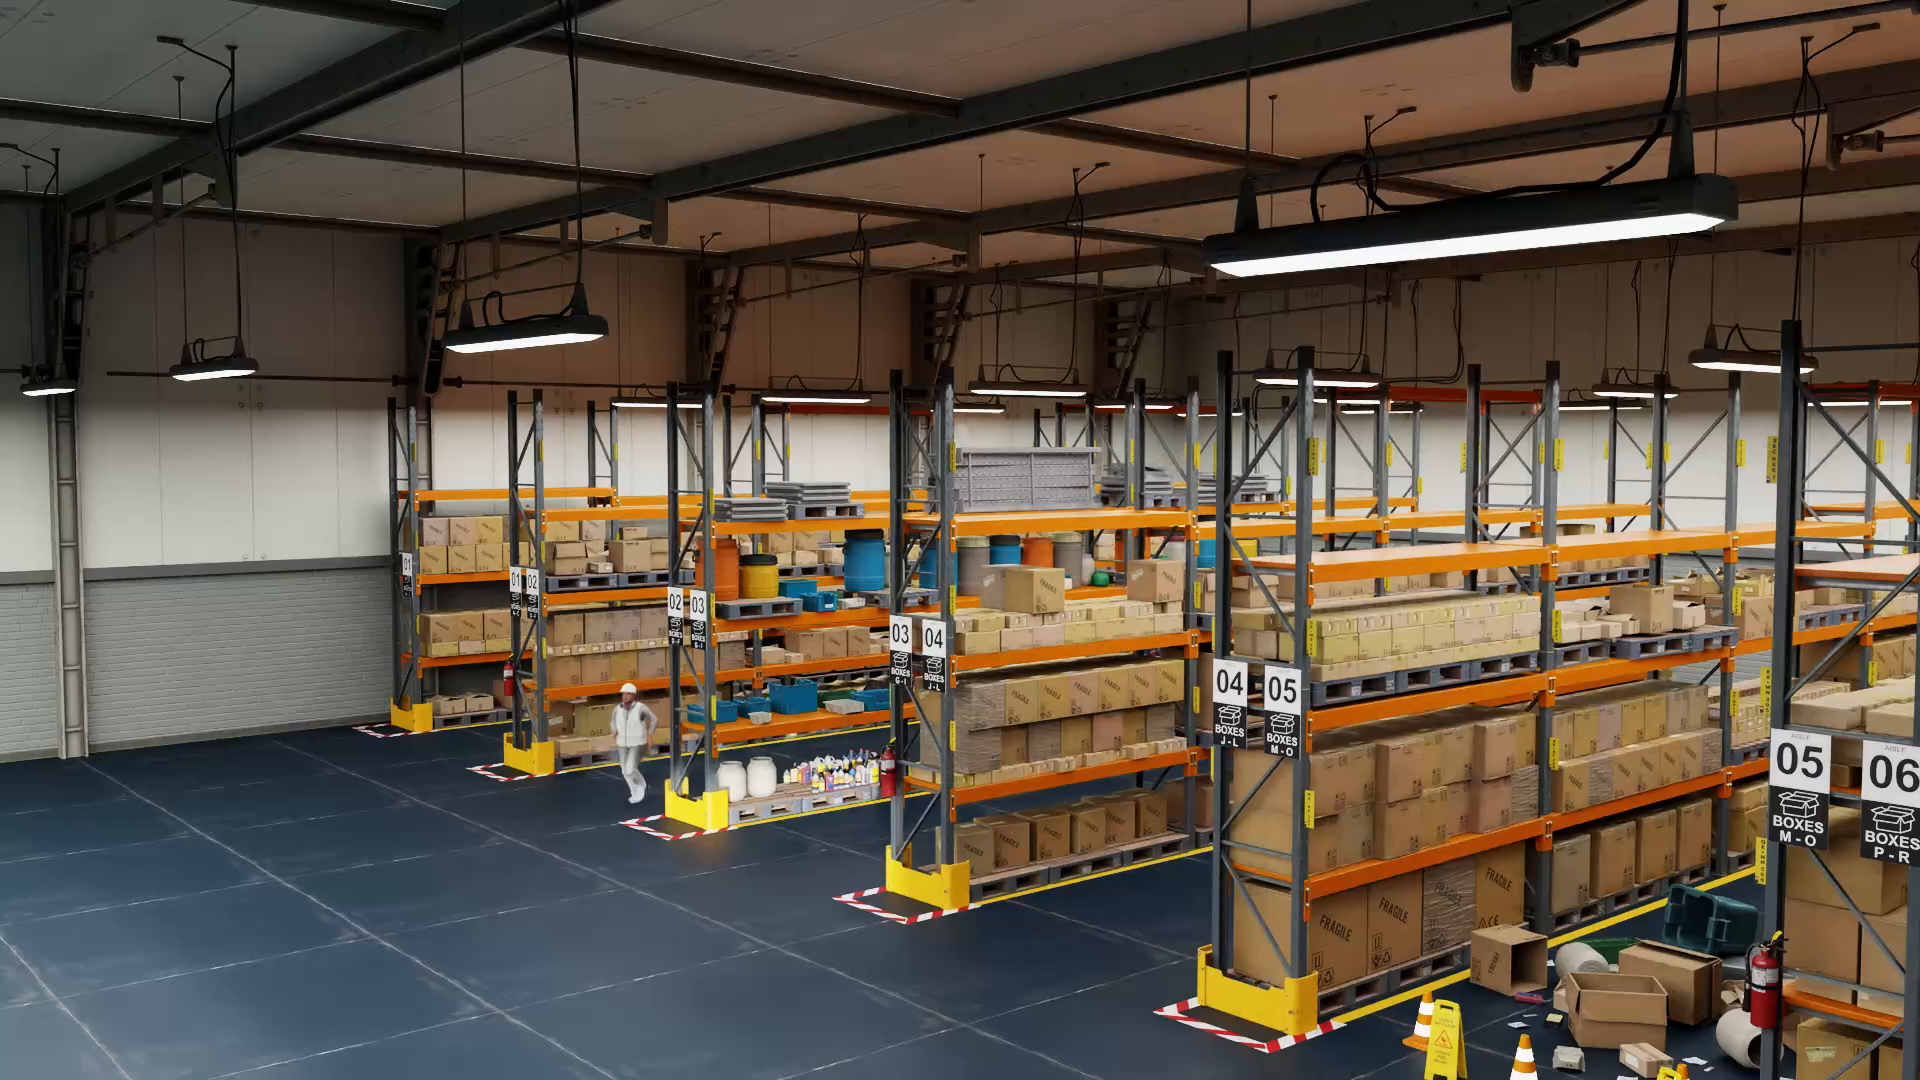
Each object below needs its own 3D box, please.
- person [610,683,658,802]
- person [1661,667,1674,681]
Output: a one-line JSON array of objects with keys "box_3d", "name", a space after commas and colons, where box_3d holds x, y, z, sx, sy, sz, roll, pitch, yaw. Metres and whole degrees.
[{"box_3d": [-4.694, 2.902, 23.685, 0.633, 1.728, 0.720, 1, 3, 16], "name": "person"}, {"box_3d": [12.673, 2.562, 30.010, 0.602, 1.665, 0.922, -1, 3, -9], "name": "person"}]
